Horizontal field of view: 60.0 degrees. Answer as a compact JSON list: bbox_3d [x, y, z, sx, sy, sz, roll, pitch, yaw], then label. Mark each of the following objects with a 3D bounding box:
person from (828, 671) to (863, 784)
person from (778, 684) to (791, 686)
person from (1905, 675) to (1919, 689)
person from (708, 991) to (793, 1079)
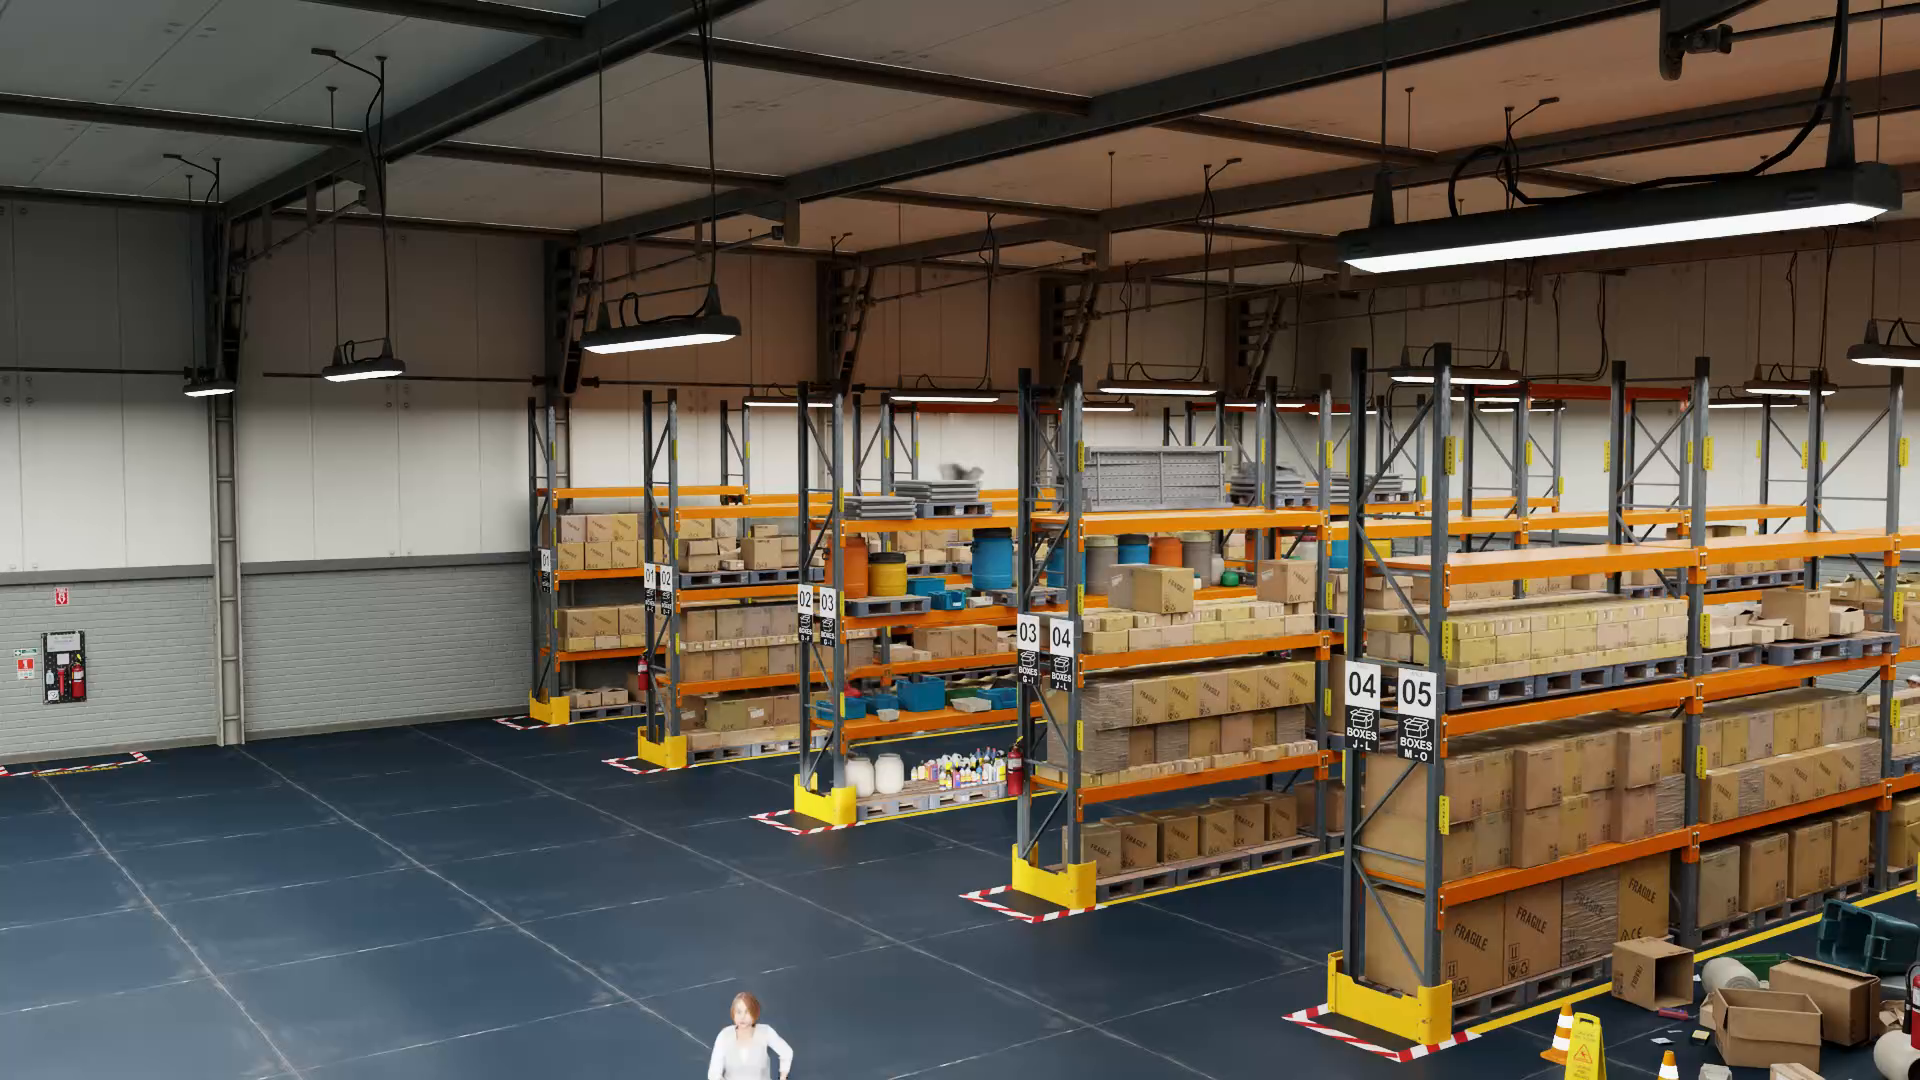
[{"bbox_3d":[-1.739,2.825,25.275,0.668,1.688,0.741,2,4,36],"label":"person"},{"bbox_3d":[-3.132,2.480,30.462,0.524,1.709,0.968,3,5,44],"label":"person"},{"bbox_3d":[14.019,2.850,24.394,0.698,1.735,0.696,-2,4,-25],"label":"person"},{"bbox_3d":[-1.375,3.721,10.791,0.510,1.578,0.644,0,3,5],"label":"person"}]
